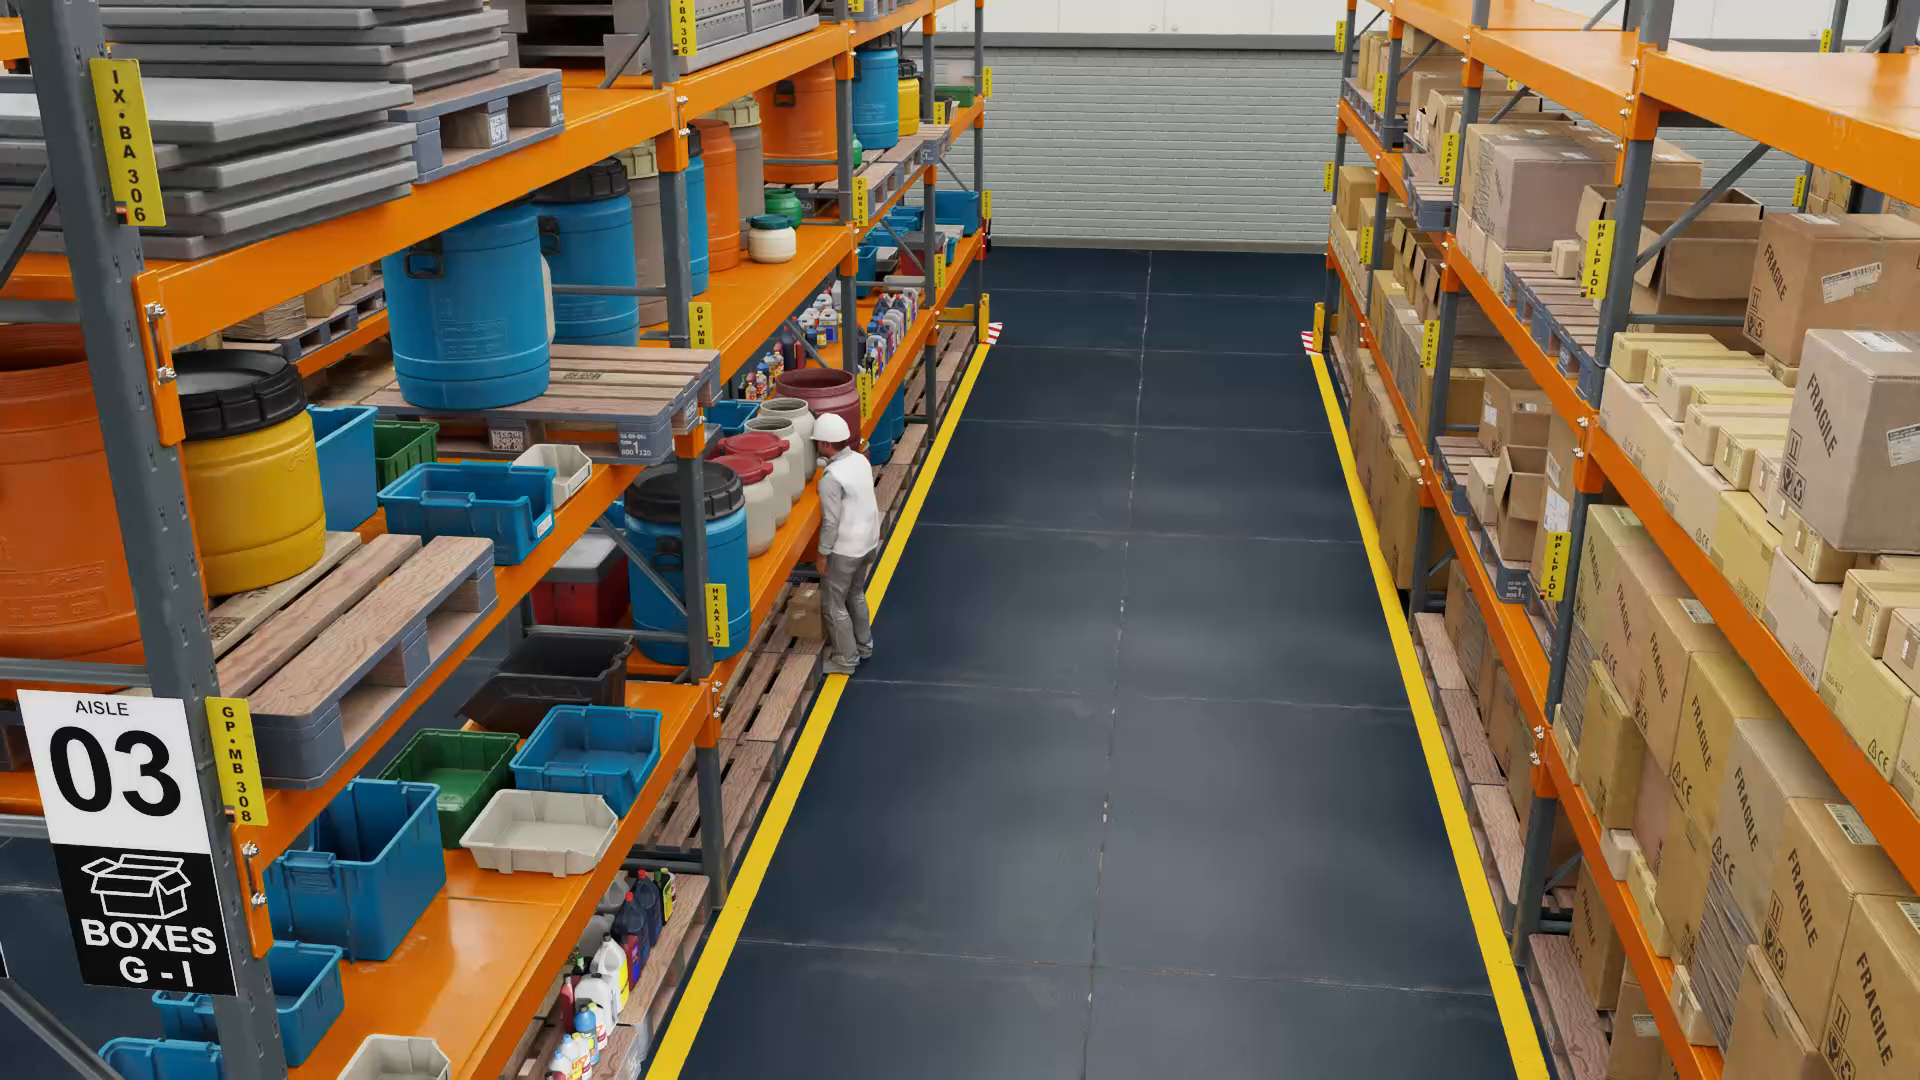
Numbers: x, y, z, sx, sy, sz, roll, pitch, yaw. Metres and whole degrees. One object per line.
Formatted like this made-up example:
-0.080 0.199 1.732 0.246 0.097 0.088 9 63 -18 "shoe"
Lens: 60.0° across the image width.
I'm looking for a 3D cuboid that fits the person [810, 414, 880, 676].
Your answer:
-0.771 0.021 10.992 0.464 1.771 0.580 9 23 23 "person"
